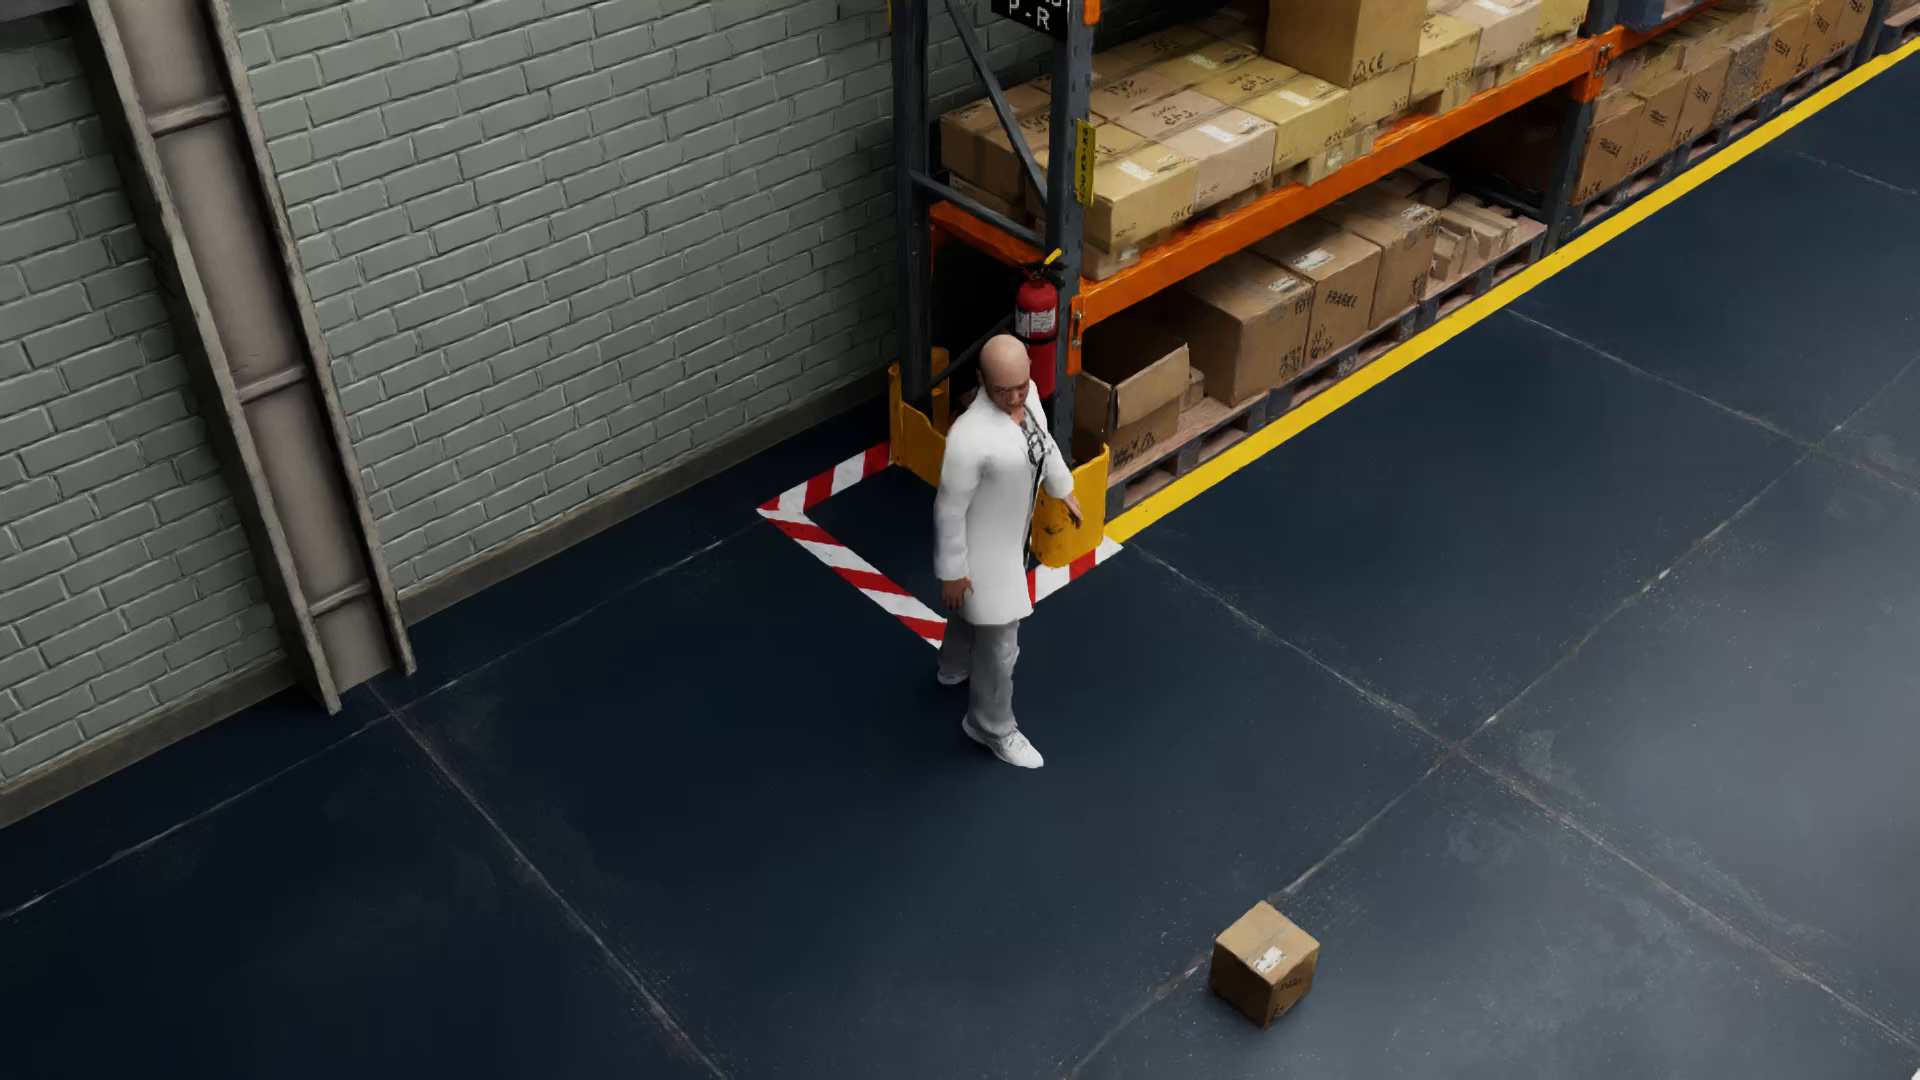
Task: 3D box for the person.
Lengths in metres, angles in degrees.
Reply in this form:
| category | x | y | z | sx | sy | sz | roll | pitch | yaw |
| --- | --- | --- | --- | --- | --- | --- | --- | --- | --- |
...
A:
| category | x | y | z | sx | sy | sz | roll | pitch | yaw |
| --- | --- | --- | --- | --- | --- | --- | --- | --- | --- |
| person | 0.141 | 0.003 | 6.182 | 0.553 | 1.834 | 0.676 | 11 | 41 | 13 |
